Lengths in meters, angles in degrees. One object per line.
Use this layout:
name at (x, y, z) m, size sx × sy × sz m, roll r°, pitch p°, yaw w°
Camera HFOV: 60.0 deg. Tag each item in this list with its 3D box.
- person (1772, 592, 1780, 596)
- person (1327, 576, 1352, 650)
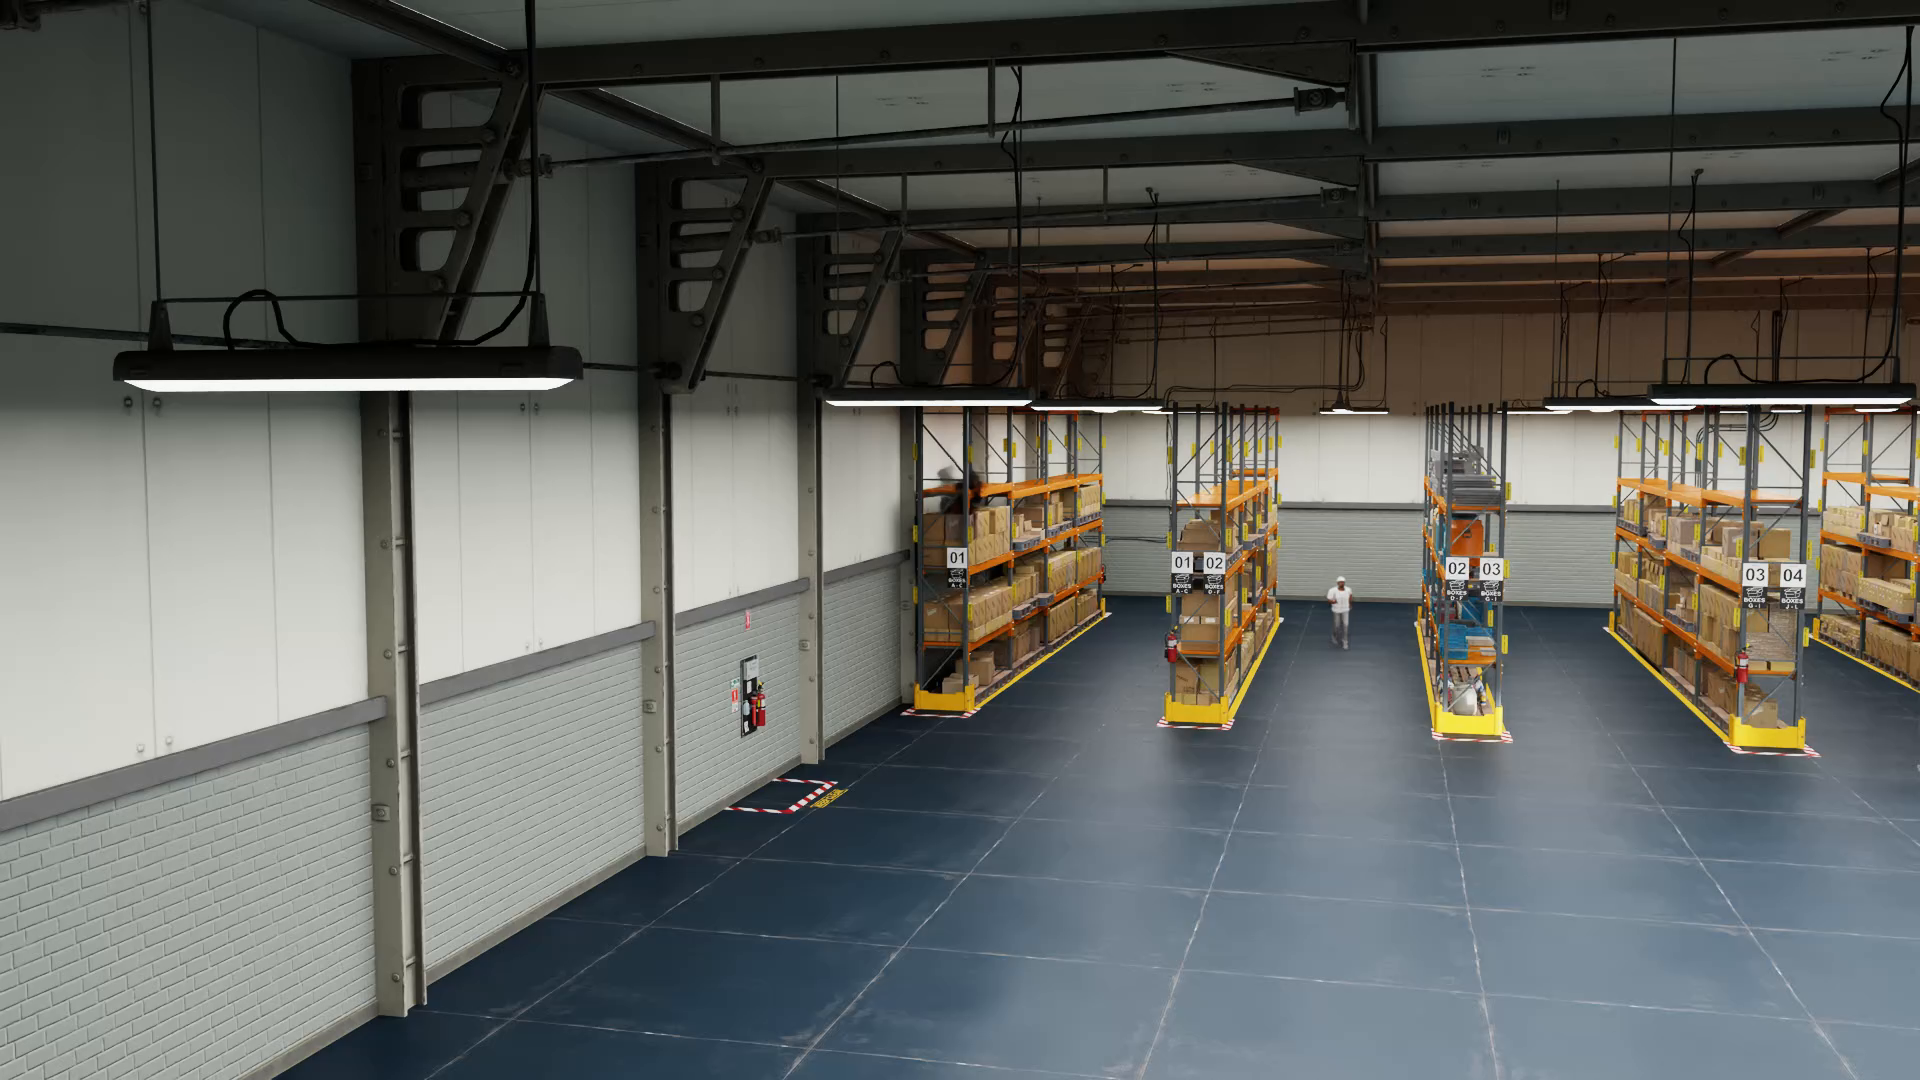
person at (21.220, 1.593, 44.014) m, size 0.946 × 1.712 × 0.757 m, roll -1°, pitch 4°, yaw -13°
person at (9.427, 1.779, 41.269) m, size 0.654 × 1.781 × 0.935 m, roll 0°, pitch 4°, yaw 2°
